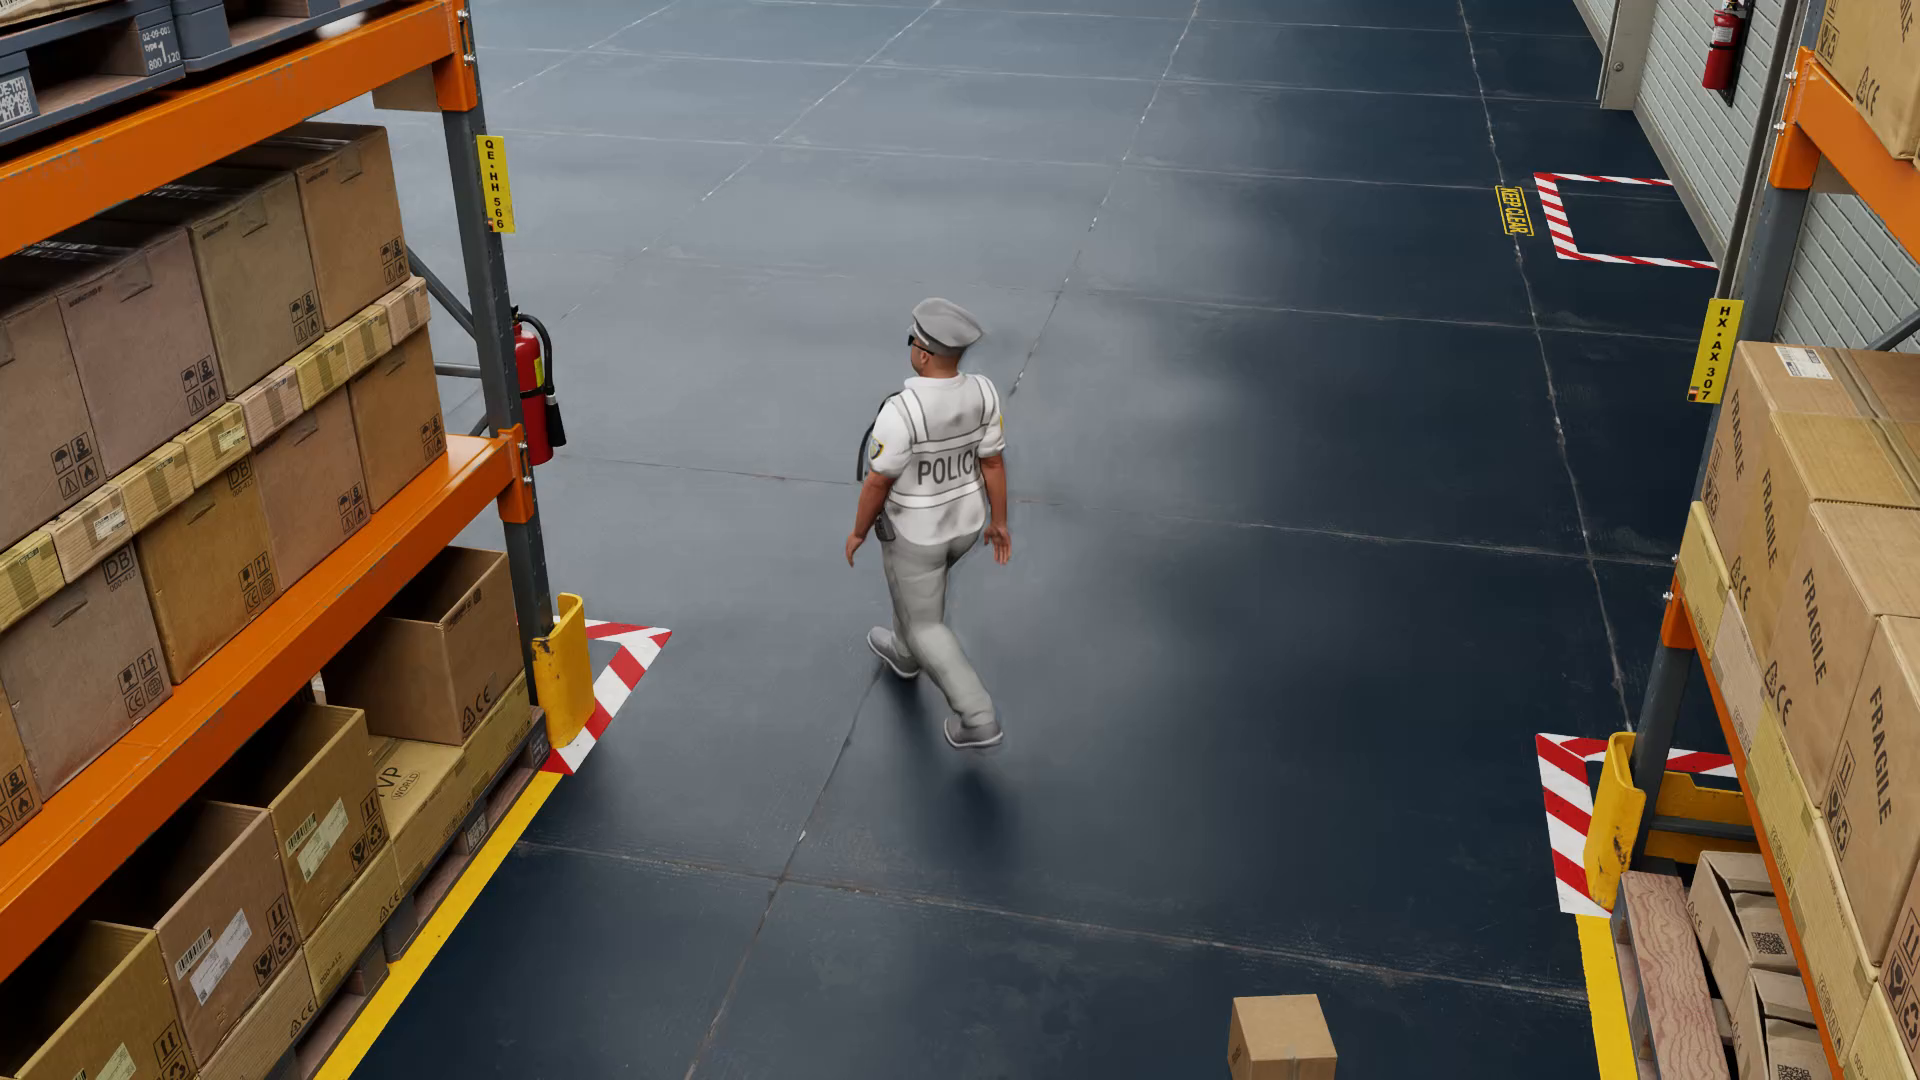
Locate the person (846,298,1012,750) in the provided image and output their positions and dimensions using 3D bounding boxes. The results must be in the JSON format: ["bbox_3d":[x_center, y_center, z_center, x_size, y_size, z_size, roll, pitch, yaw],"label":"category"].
[{"bbox_3d":[-0.122,-0.081,6.251,0.564,1.718,1.050,-23,36,-36],"label":"person"}]
